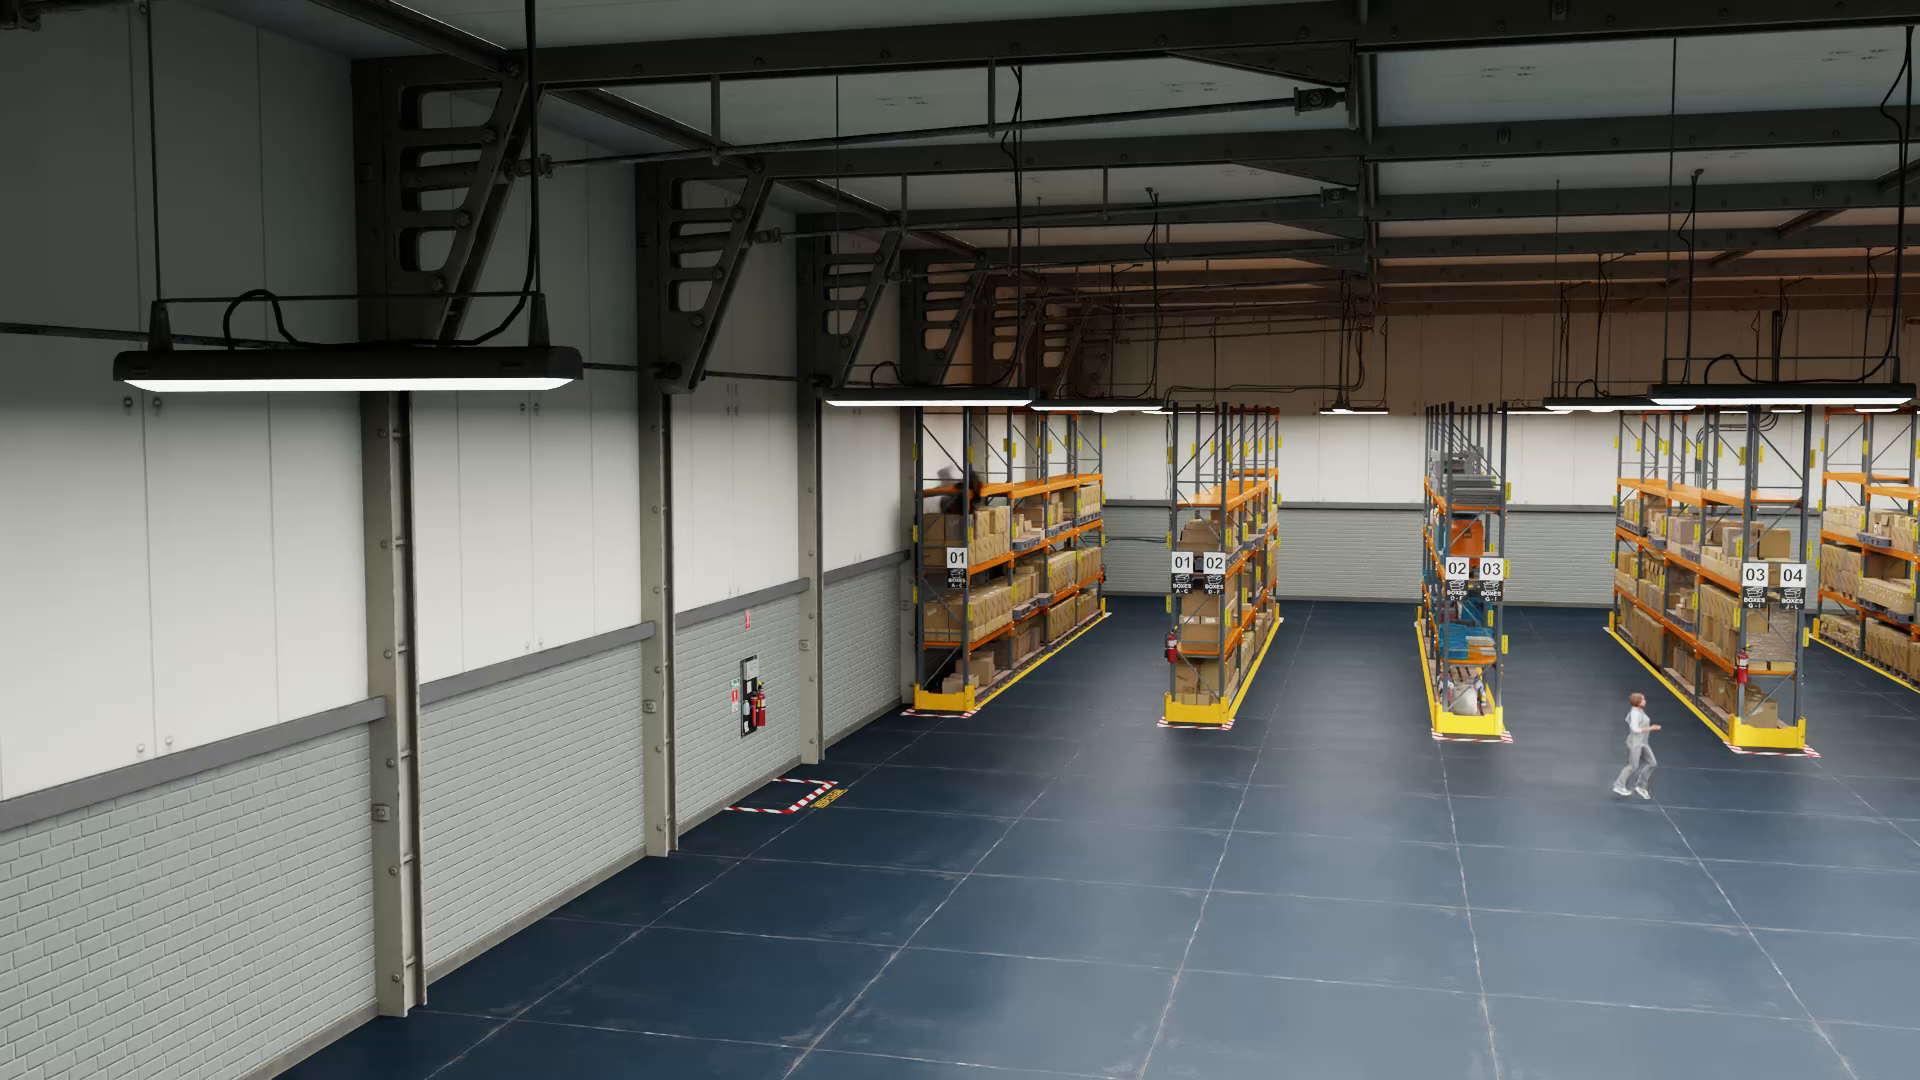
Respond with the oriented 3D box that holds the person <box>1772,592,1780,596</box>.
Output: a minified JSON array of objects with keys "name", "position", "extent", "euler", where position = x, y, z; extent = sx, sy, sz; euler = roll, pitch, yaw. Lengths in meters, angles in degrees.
[{"name":"person","position":[20.887,1.719,42.834],"extent":[0.760,1.711,0.604],"euler":[3,5,40]}]

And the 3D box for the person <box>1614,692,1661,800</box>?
[{"name":"person","position":[10.150,3.085,24.881],"extent":[0.660,1.624,0.514],"euler":[3,5,38]}]
